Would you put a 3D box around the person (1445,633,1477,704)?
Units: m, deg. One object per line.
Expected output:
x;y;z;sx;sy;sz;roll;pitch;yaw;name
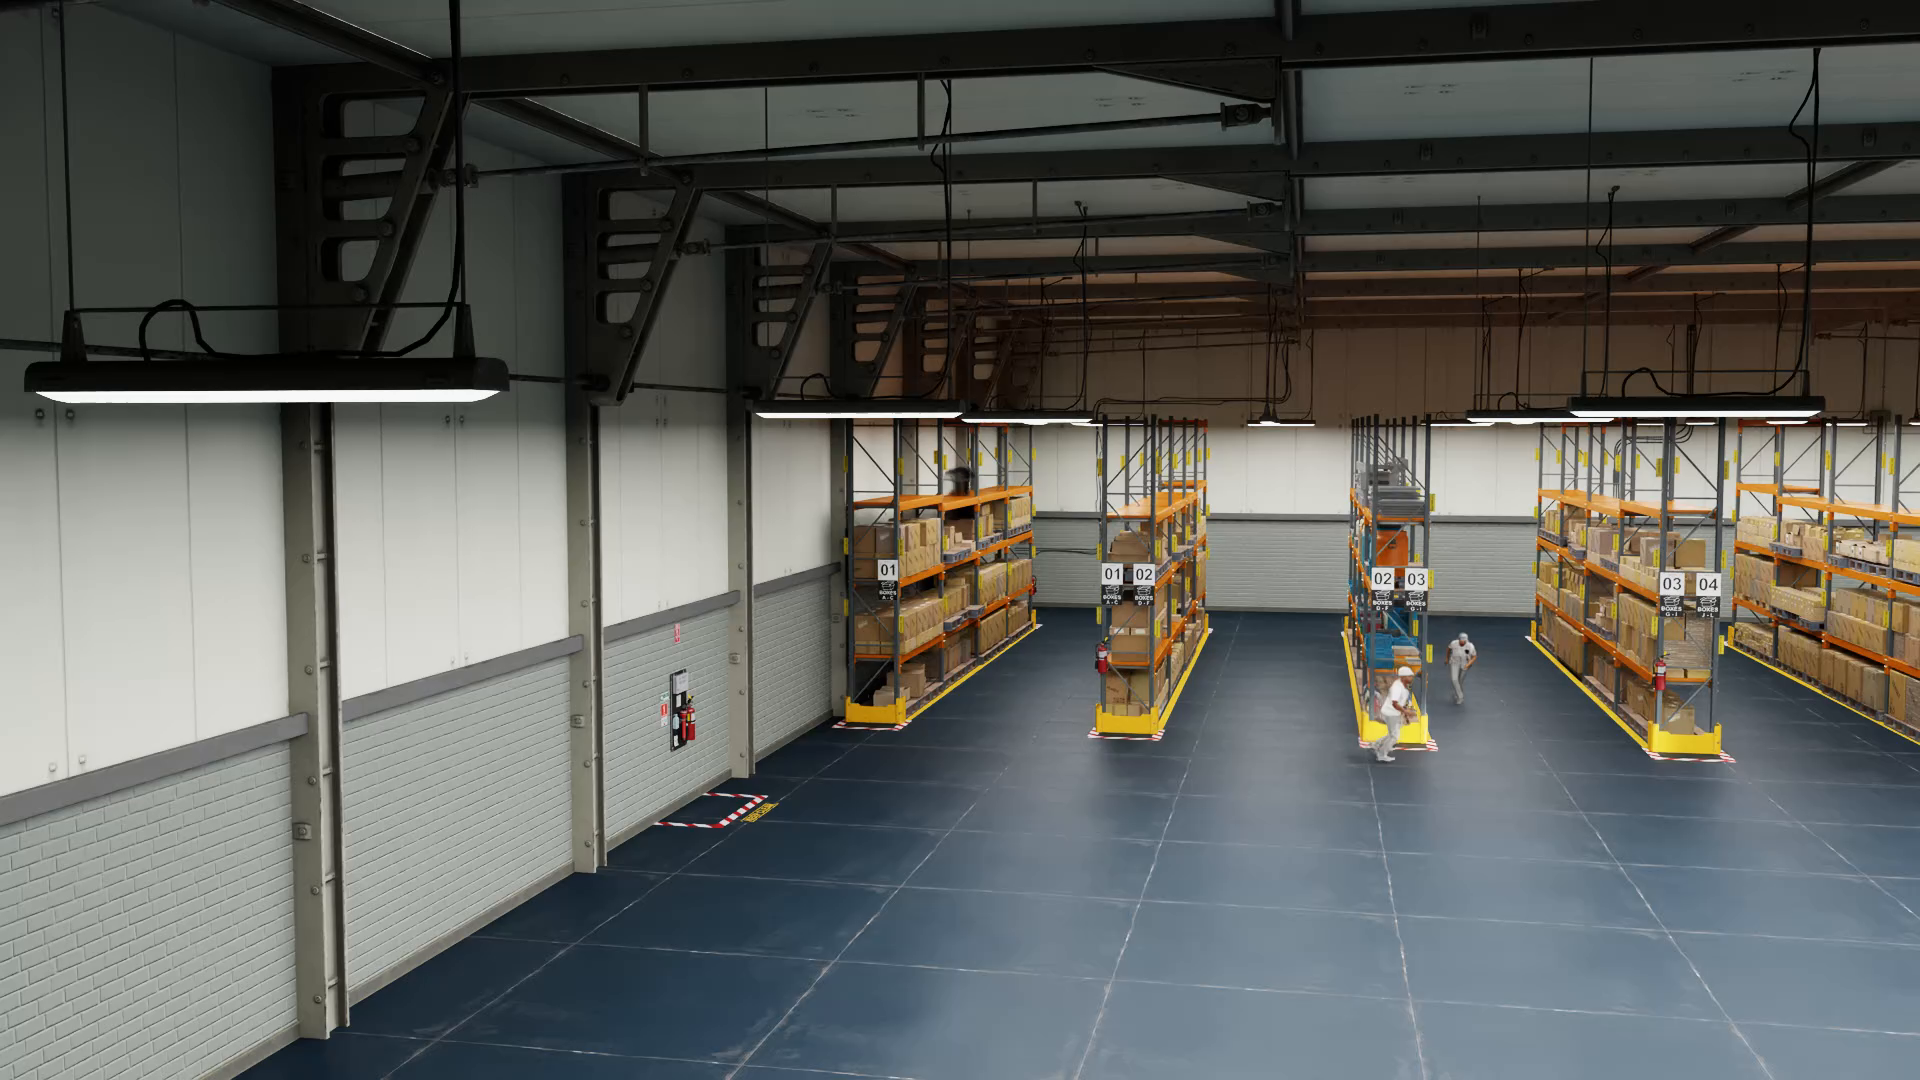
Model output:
10.475;2.638;34.801;0.609;1.495;1.094;1;4;13;person

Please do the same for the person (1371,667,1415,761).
7.453;2.992;28.608;0.779;1.658;0.689;2;4;26;person
